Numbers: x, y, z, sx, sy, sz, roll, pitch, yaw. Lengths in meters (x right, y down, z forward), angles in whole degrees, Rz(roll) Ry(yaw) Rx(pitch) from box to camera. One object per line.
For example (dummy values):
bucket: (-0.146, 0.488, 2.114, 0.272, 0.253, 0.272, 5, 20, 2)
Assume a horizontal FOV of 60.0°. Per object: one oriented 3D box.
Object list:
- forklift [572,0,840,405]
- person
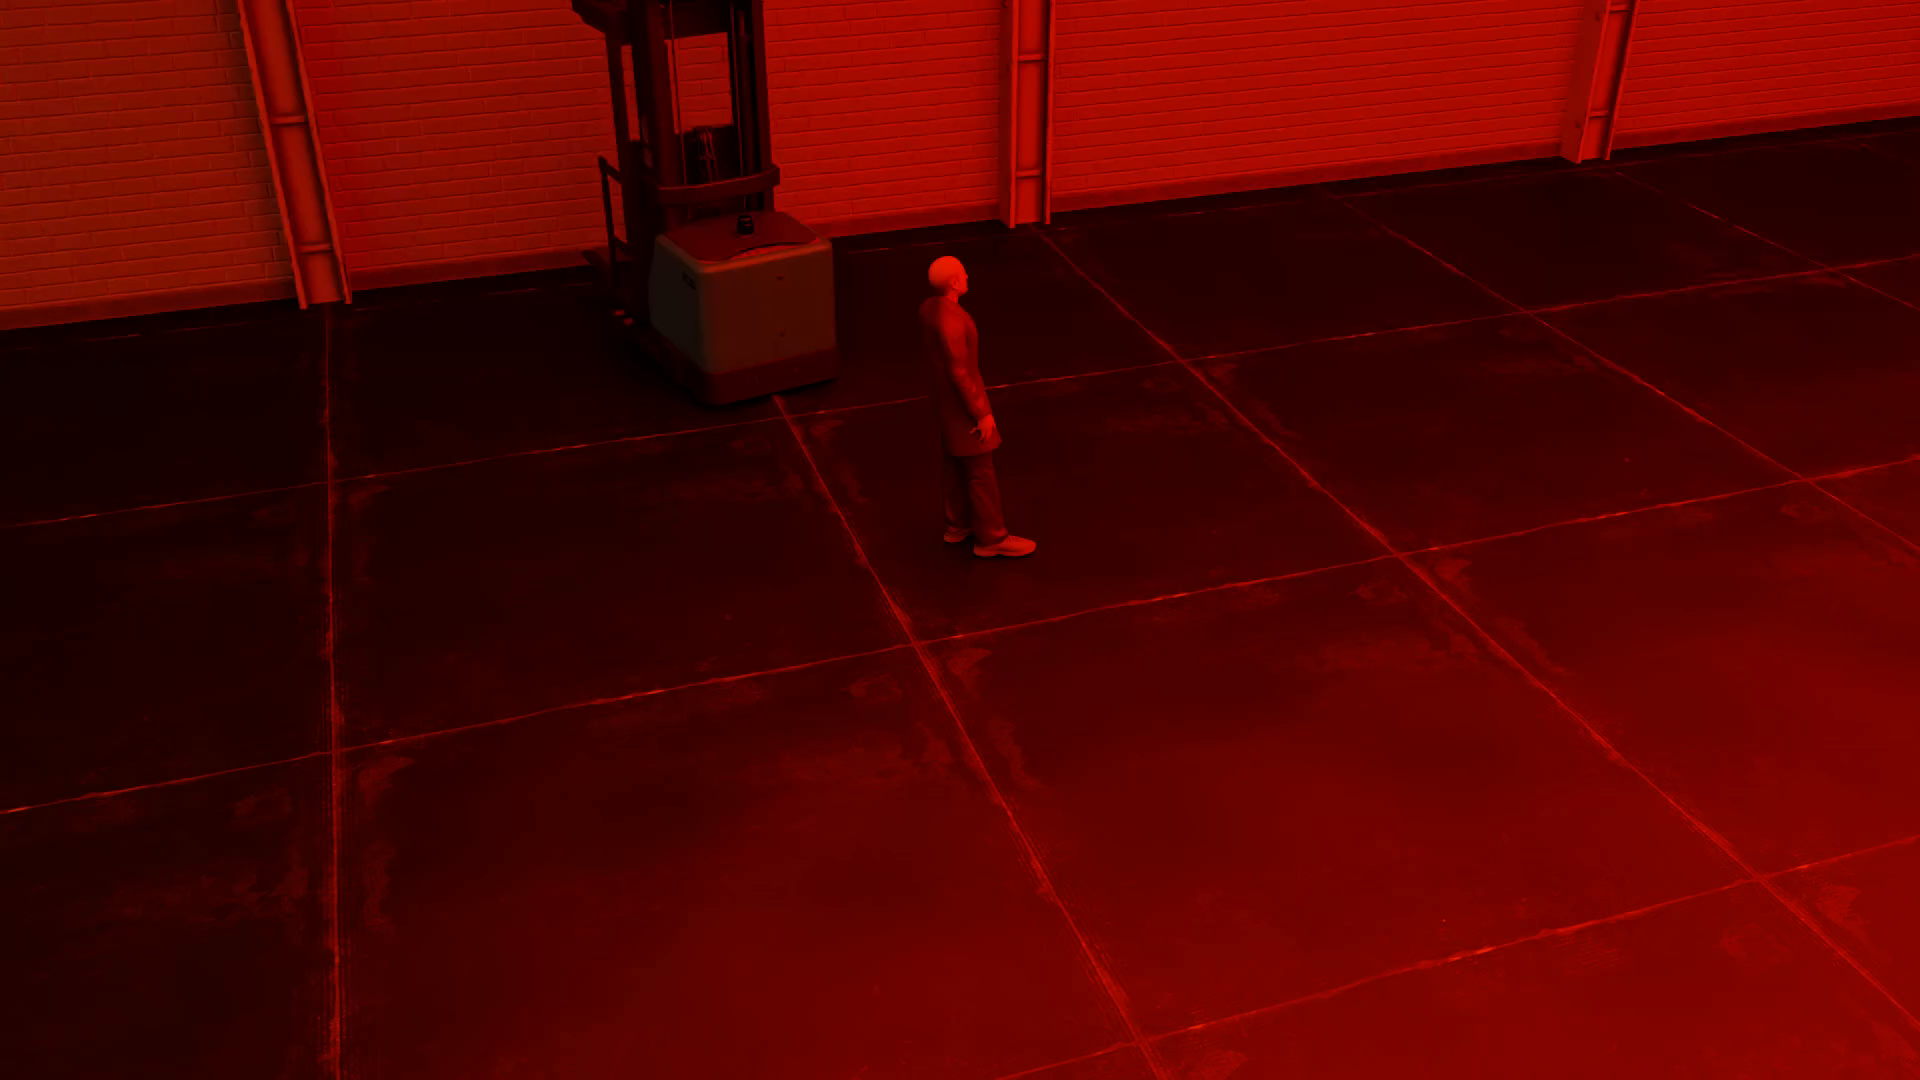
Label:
forklift: (-2.053, -2.901, 12.128, 1.130, 2.935, 3.031, -17, 34, -27)
person: (0.088, -0.790, 9.601, 0.579, 1.777, 0.698, -10, 31, -16)
